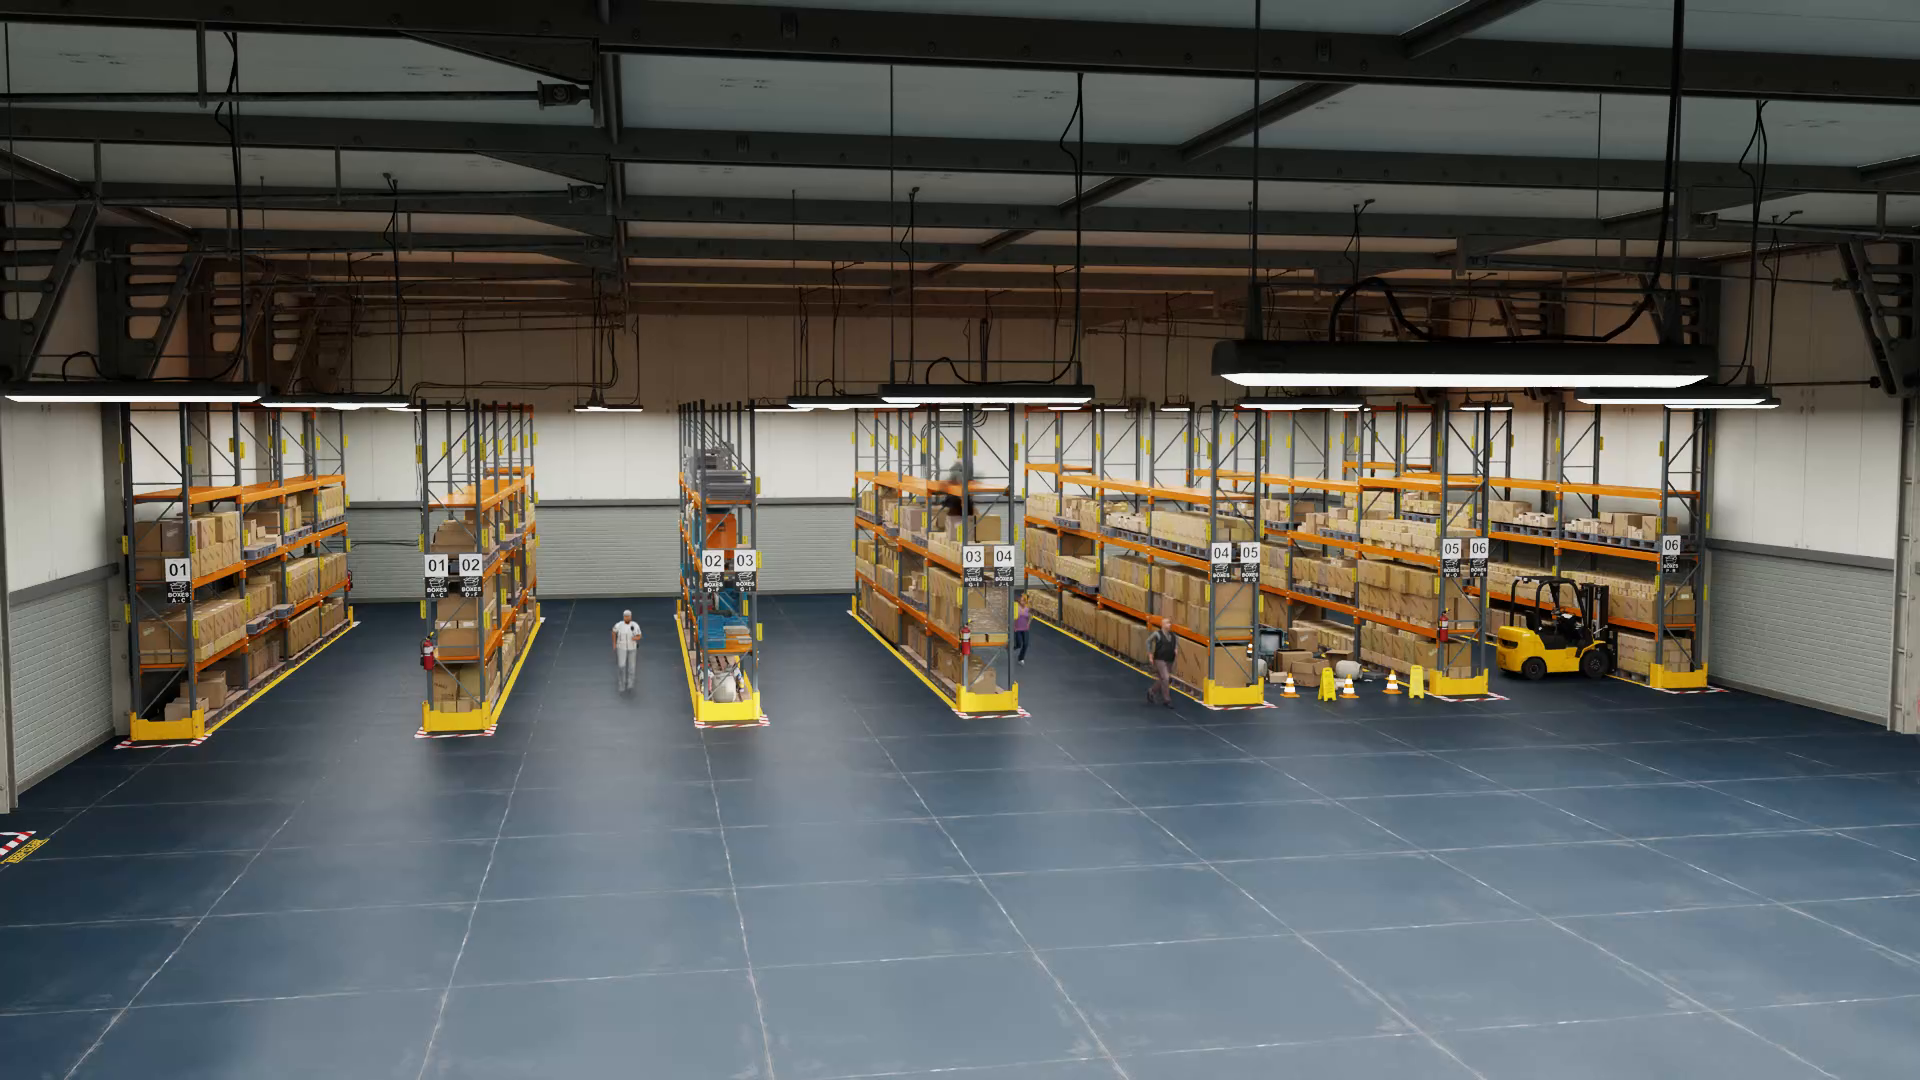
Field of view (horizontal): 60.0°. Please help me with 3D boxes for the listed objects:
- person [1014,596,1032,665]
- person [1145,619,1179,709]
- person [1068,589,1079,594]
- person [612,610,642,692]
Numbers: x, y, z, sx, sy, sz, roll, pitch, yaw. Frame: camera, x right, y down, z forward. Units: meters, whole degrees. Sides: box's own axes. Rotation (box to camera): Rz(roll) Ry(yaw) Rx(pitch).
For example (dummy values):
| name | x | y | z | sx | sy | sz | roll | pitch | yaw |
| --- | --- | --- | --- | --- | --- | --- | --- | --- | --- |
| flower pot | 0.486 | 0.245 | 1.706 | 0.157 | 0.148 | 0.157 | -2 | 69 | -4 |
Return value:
| name | x | y | z | sx | sy | sz | roll | pitch | yaw |
| --- | --- | --- | --- | --- | --- | --- | --- | --- | --- |
| person | 1.395 | 2.069 | 38.213 | 0.542 | 1.562 | 0.580 | -1 | 5 | -17 |
| person | 4.049 | 2.398 | 32.623 | 0.665 | 1.701 | 0.901 | -3 | 5 | -32 |
| person | 3.310 | 1.114 | 49.661 | 0.752 | 1.754 | 0.670 | 4 | 6 | 43 |
| person | -6.894 | 2.302 | 34.480 | 0.594 | 1.693 | 0.775 | -1 | 4 | -15 |
